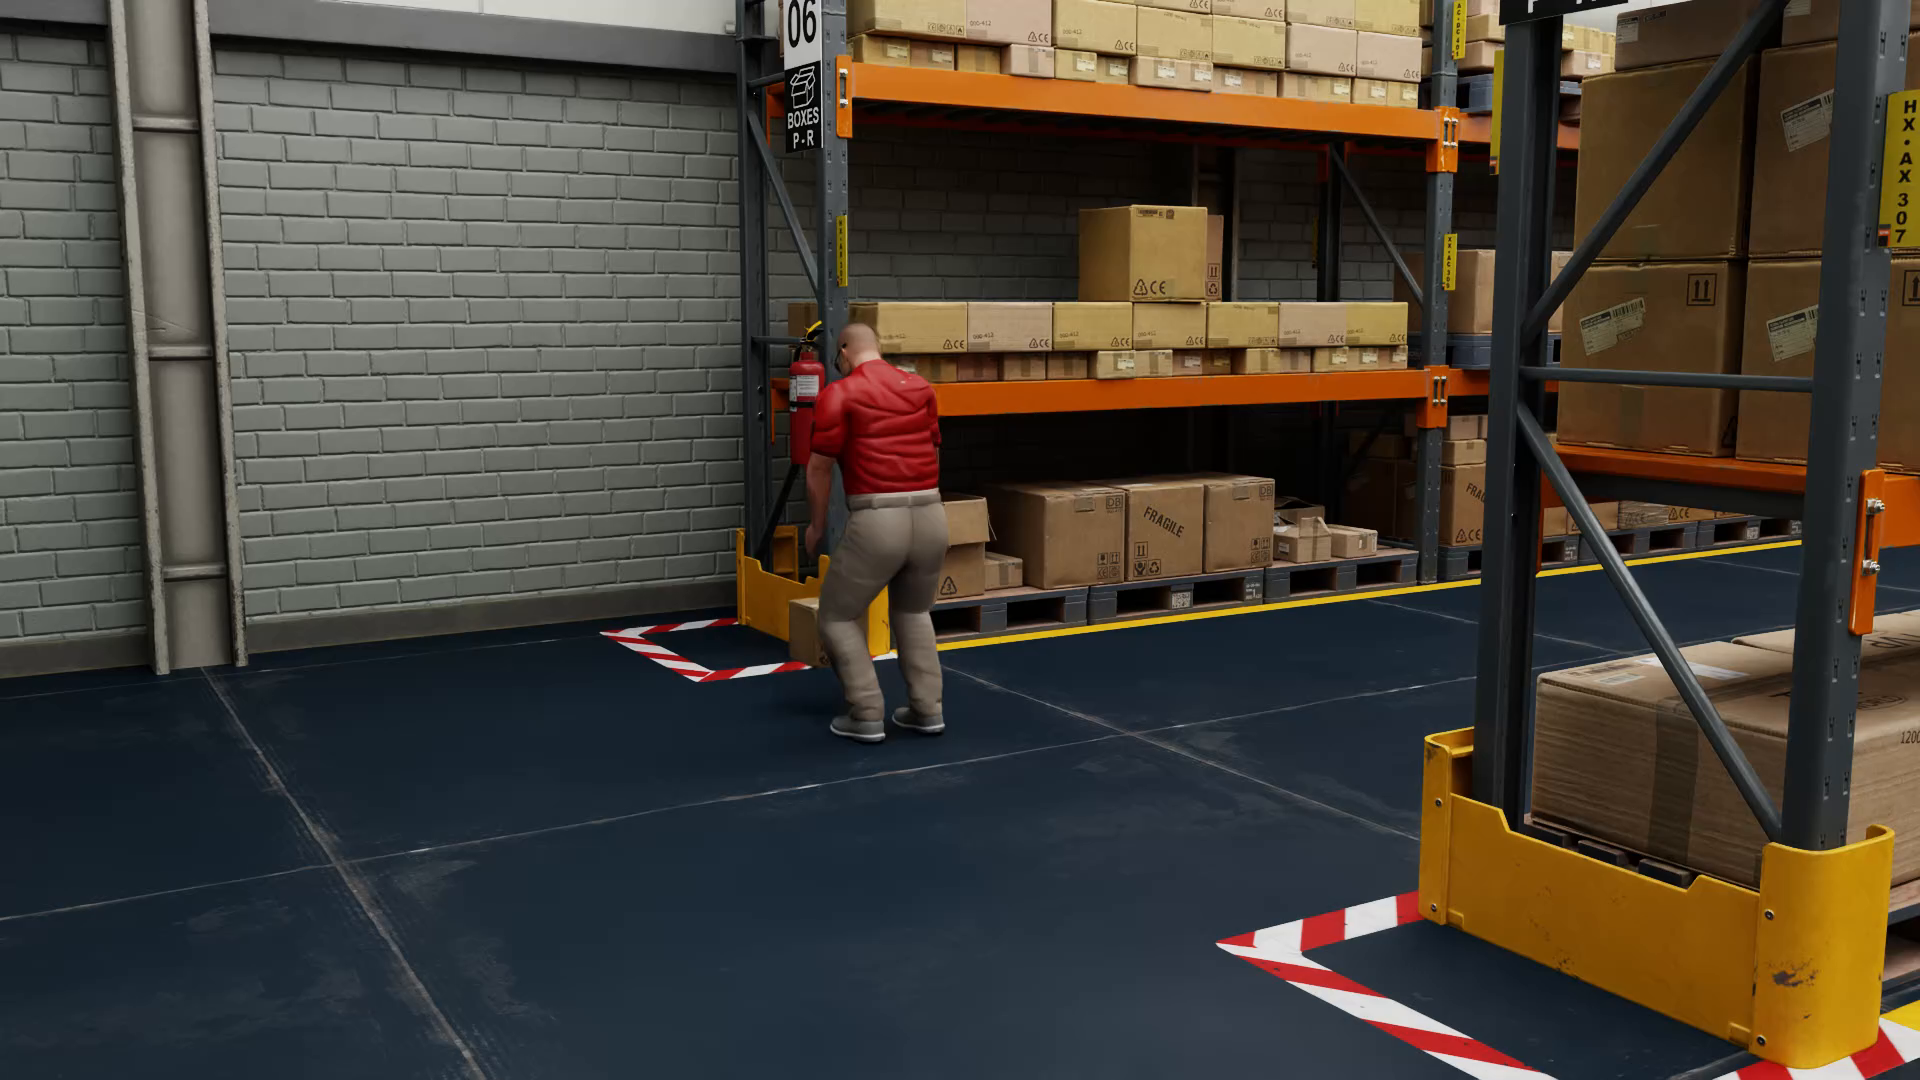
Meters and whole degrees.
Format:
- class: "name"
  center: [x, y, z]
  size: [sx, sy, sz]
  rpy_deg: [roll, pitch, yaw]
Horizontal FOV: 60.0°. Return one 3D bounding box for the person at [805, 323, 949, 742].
- class: "person"
  center: [-0.321, -0.027, 6.505]
  size: [0.571, 1.620, 0.503]
  rpy_deg: [-5, 9, -30]
